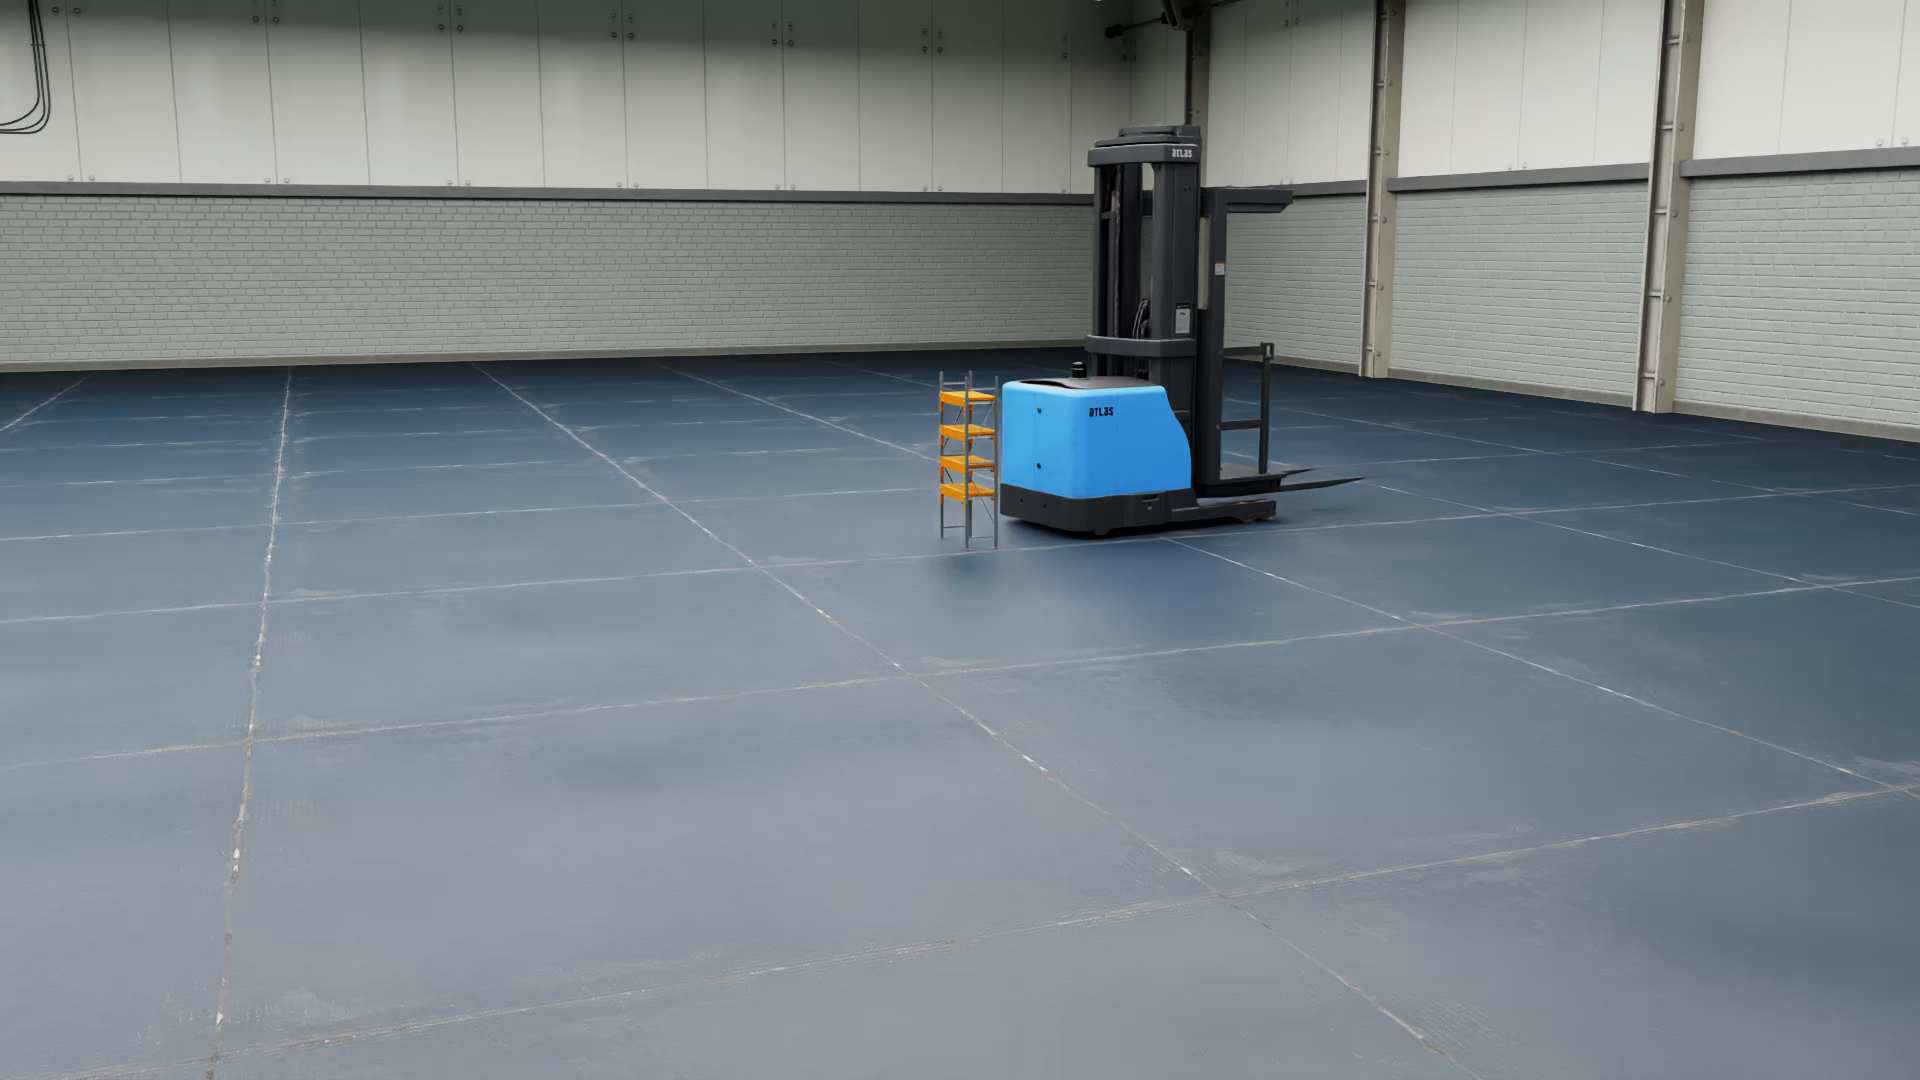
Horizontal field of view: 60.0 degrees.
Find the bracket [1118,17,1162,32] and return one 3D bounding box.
[{"bbox_3d":[3.323,-10.132,32.908,0.076,0.066,3.189,-4,11,-21],"label":"bracket"}]

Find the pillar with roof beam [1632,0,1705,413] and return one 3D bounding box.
[{"bbox_3d":[4.786,-5.792,18.789,9.100,9.000,0.400,-4,11,-21],"label":"pillar with roof beam"}]

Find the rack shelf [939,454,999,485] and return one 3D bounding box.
[{"bbox_3d":[0.060,-0.497,11.675,0.258,0.148,0.480,-4,11,-21],"label":"rack shelf"}]

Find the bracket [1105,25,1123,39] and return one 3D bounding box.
[{"bbox_3d":[3.109,-10.229,33.450,0.235,0.232,0.430,-4,11,-21],"label":"bracket"}]

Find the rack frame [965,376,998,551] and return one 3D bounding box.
[{"bbox_3d":[0.148,-0.524,11.439,0.240,1.200,0.015,-4,11,-21],"label":"rack frame"}]

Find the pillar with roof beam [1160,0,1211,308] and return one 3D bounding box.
[{"bbox_3d":[0.437,-7.751,29.801,9.100,9.000,0.548,-4,11,-21],"label":"pillar with roof beam"}]

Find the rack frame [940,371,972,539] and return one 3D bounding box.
[{"bbox_3d":[-0.028,-0.604,11.887,0.240,1.200,0.015,-4,11,-21],"label":"rack frame"}]

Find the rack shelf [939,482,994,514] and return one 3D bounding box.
[{"bbox_3d":[0.060,-0.302,11.710,0.258,0.148,0.480,-4,11,-21],"label":"rack shelf"}]

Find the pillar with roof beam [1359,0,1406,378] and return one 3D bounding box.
[{"bbox_3d":[2.611,-6.772,24.295,9.100,9.000,0.400,-4,11,-21],"label":"pillar with roof beam"}]

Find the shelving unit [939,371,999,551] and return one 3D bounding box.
[{"bbox_3d":[0.060,-0.564,11.663,0.258,1.200,0.503,-4,11,-21],"label":"shelving unit"}]

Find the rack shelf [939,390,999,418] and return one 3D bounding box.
[{"bbox_3d":[0.060,-0.951,11.594,0.258,0.148,0.480,-4,11,-21],"label":"rack shelf"}]

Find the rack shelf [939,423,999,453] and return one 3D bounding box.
[{"bbox_3d":[0.060,-0.718,11.636,0.258,0.148,0.480,-4,11,-21],"label":"rack shelf"}]

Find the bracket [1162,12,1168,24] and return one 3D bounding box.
[{"bbox_3d":[3.968,-9.842,31.275,0.235,0.232,0.430,-4,11,-21],"label":"bracket"}]

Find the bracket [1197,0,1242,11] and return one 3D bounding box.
[{"bbox_3d":[5.203,-9.286,28.150,0.076,0.066,4.783,-4,11,-21],"label":"bracket"}]

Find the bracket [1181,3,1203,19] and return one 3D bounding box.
[{"bbox_3d":[4.269,-9.706,30.514,0.235,0.232,0.430,-4,11,-21],"label":"bracket"}]

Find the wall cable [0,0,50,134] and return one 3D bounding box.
[{"bbox_3d":[-15.891,-8.864,26.348,2.305,6.003,0.169,-4,11,-21],"label":"wall cable"}]

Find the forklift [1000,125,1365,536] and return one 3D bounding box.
[{"bbox_3d":[1.827,-1.641,12.774,3.031,2.935,1.130,-6,12,-31],"label":"forklift"}]
